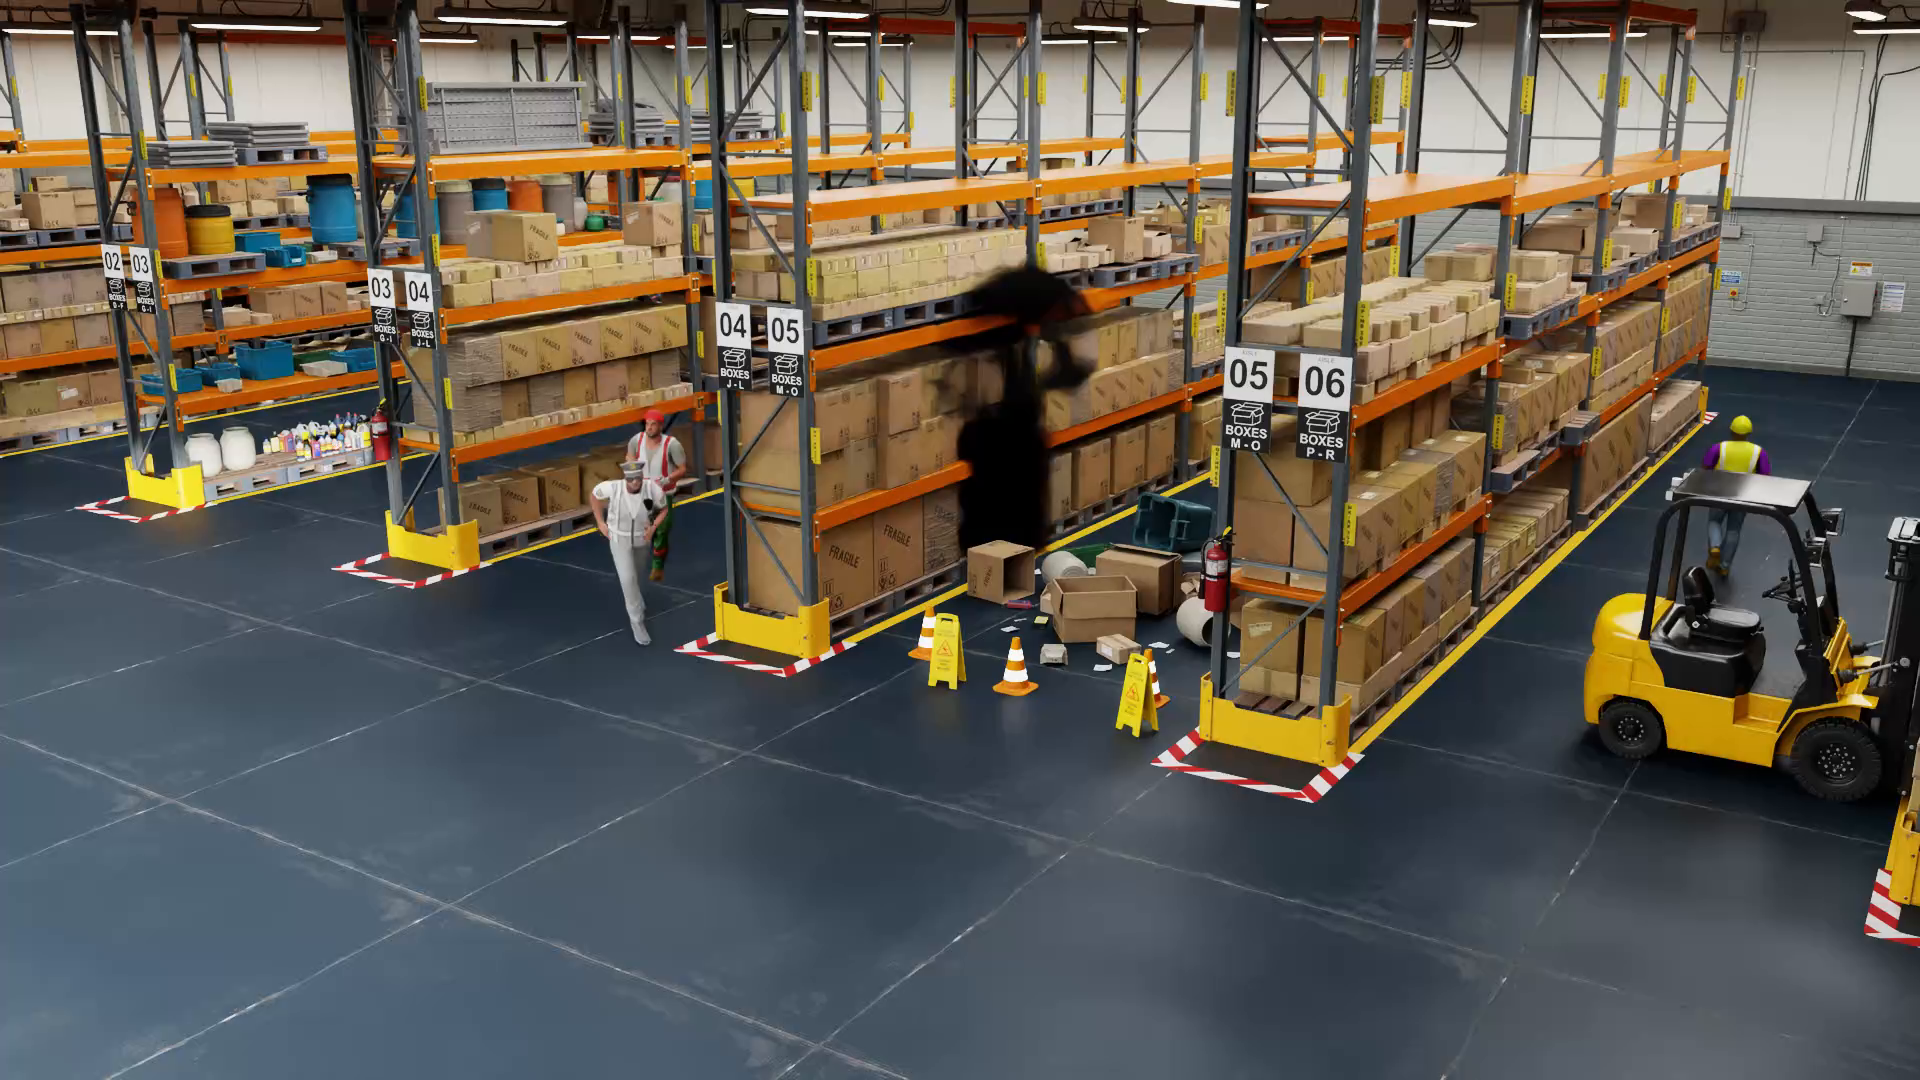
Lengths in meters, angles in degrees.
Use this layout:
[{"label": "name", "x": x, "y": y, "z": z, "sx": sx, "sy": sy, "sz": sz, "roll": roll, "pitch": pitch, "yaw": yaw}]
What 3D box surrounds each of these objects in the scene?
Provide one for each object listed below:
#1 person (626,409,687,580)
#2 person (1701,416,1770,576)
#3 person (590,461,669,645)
[{"label": "person", "x": -3.035, "y": -0.444, "z": 16.525, "sx": 0.660, "sy": 1.755, "sz": 0.638, "roll": 2, "pitch": 16, "yaw": 8}, {"label": "person", "x": 8.237, "y": -0.493, "z": 17.766, "sx": 0.692, "sy": 1.720, "sz": 0.591, "roll": 6, "pitch": 17, "yaw": 21}, {"label": "person", "x": -3.098, "y": 0.020, "z": 15.638, "sx": 0.705, "sy": 1.729, "sz": 1.018, "roll": -5, "pitch": 16, "yaw": -16}]
